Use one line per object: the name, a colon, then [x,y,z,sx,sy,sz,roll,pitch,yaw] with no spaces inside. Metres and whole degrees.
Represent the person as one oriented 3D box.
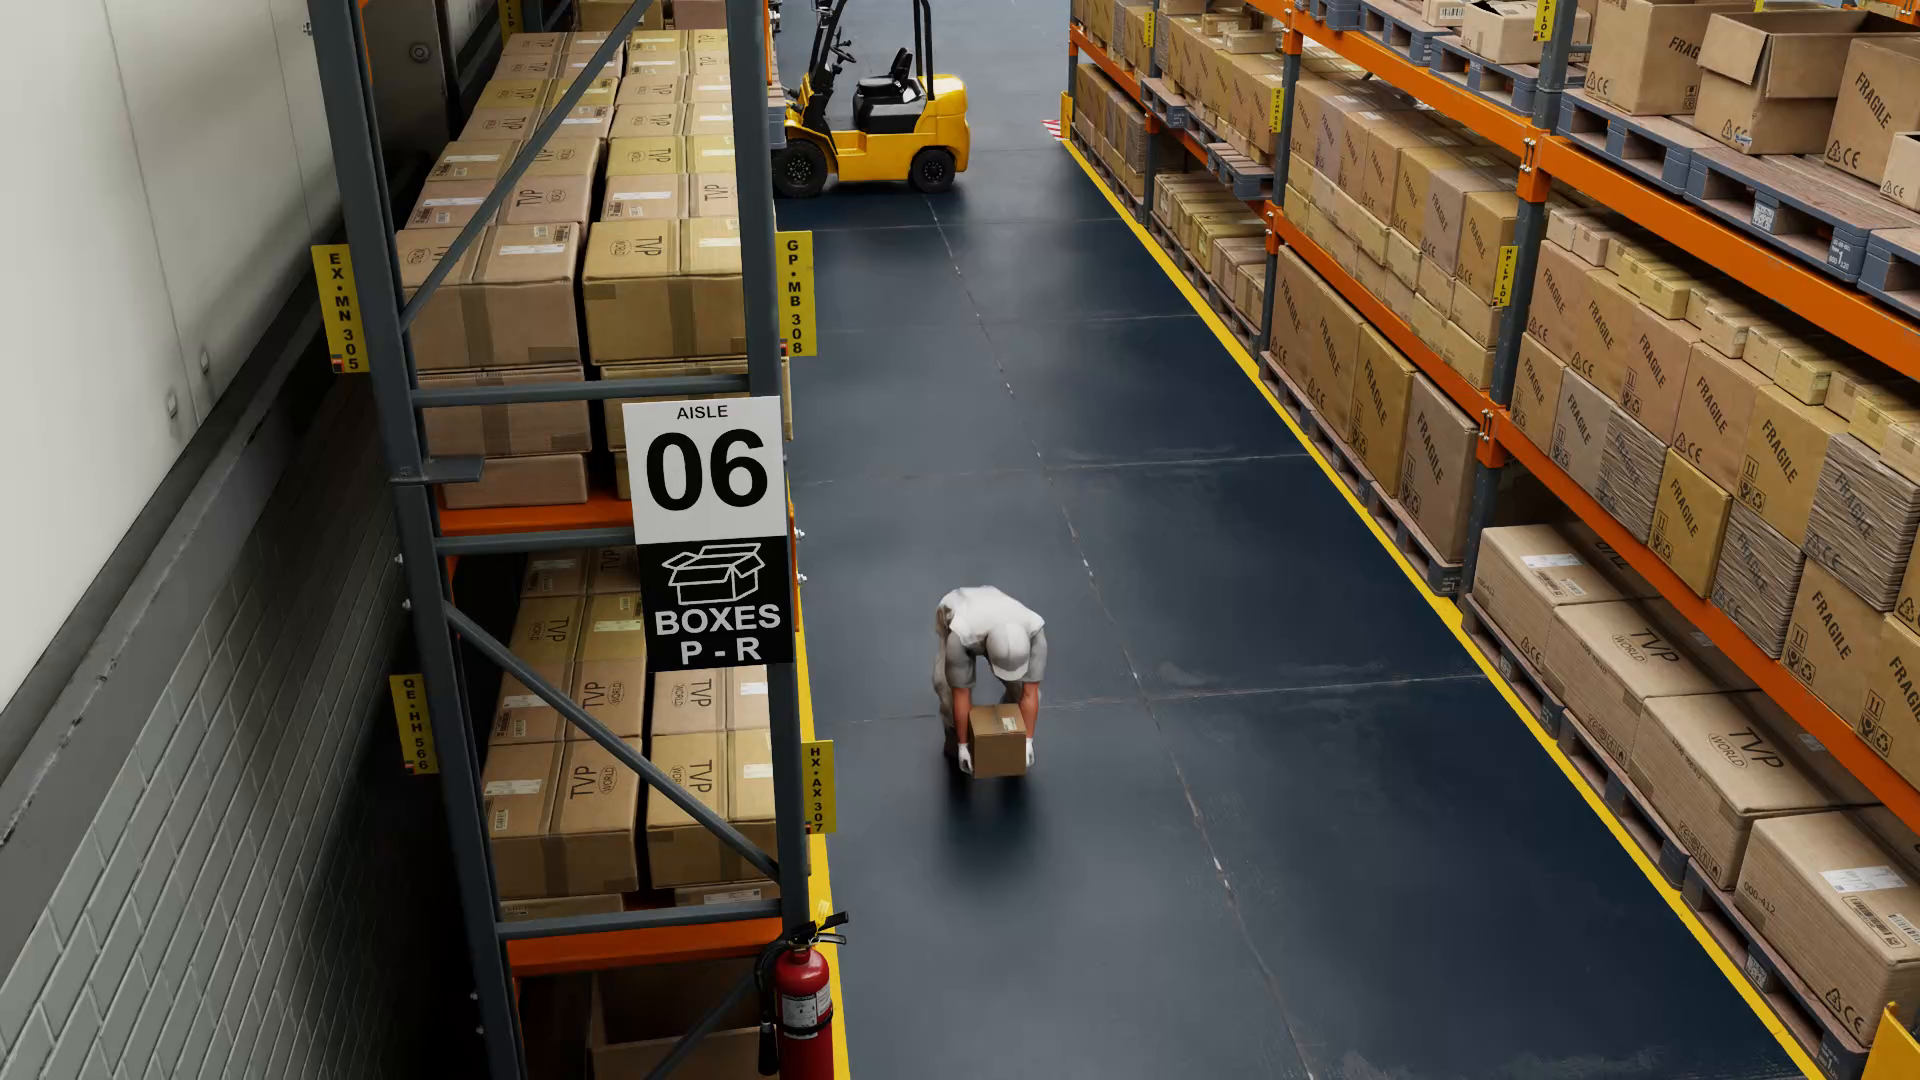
person: [0.139,0.669,8.164,0.532,0.987,0.928,-4,27,-9]
